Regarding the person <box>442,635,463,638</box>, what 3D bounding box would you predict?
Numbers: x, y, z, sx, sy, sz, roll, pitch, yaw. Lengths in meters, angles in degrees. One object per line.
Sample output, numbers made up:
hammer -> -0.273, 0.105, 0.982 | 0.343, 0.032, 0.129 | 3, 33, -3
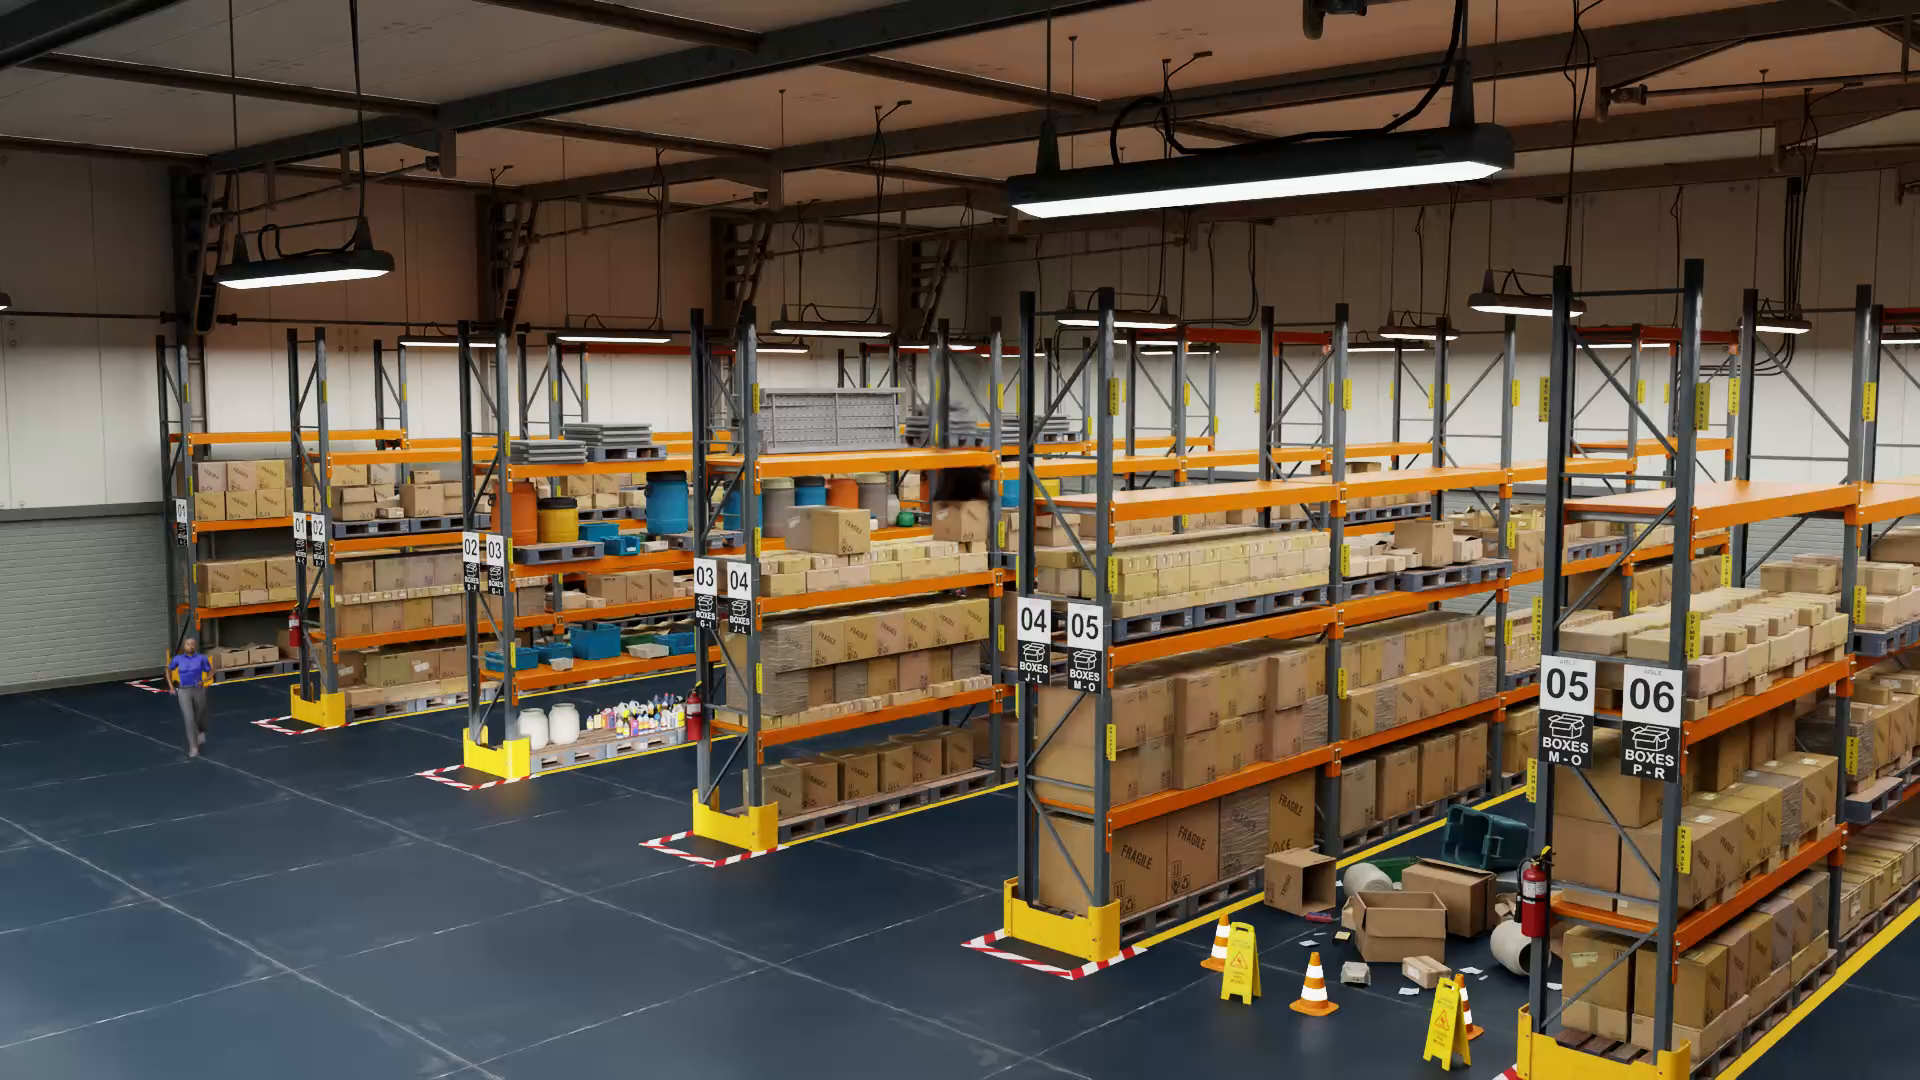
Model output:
person -> -8.870, 1.545, 29.336 | 0.715, 1.733, 0.804 | 4, 7, 40

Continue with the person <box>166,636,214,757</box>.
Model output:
person -> -10.765, 2.166, 23.273 | 0.606, 1.616, 0.899 | -3, 6, -27
